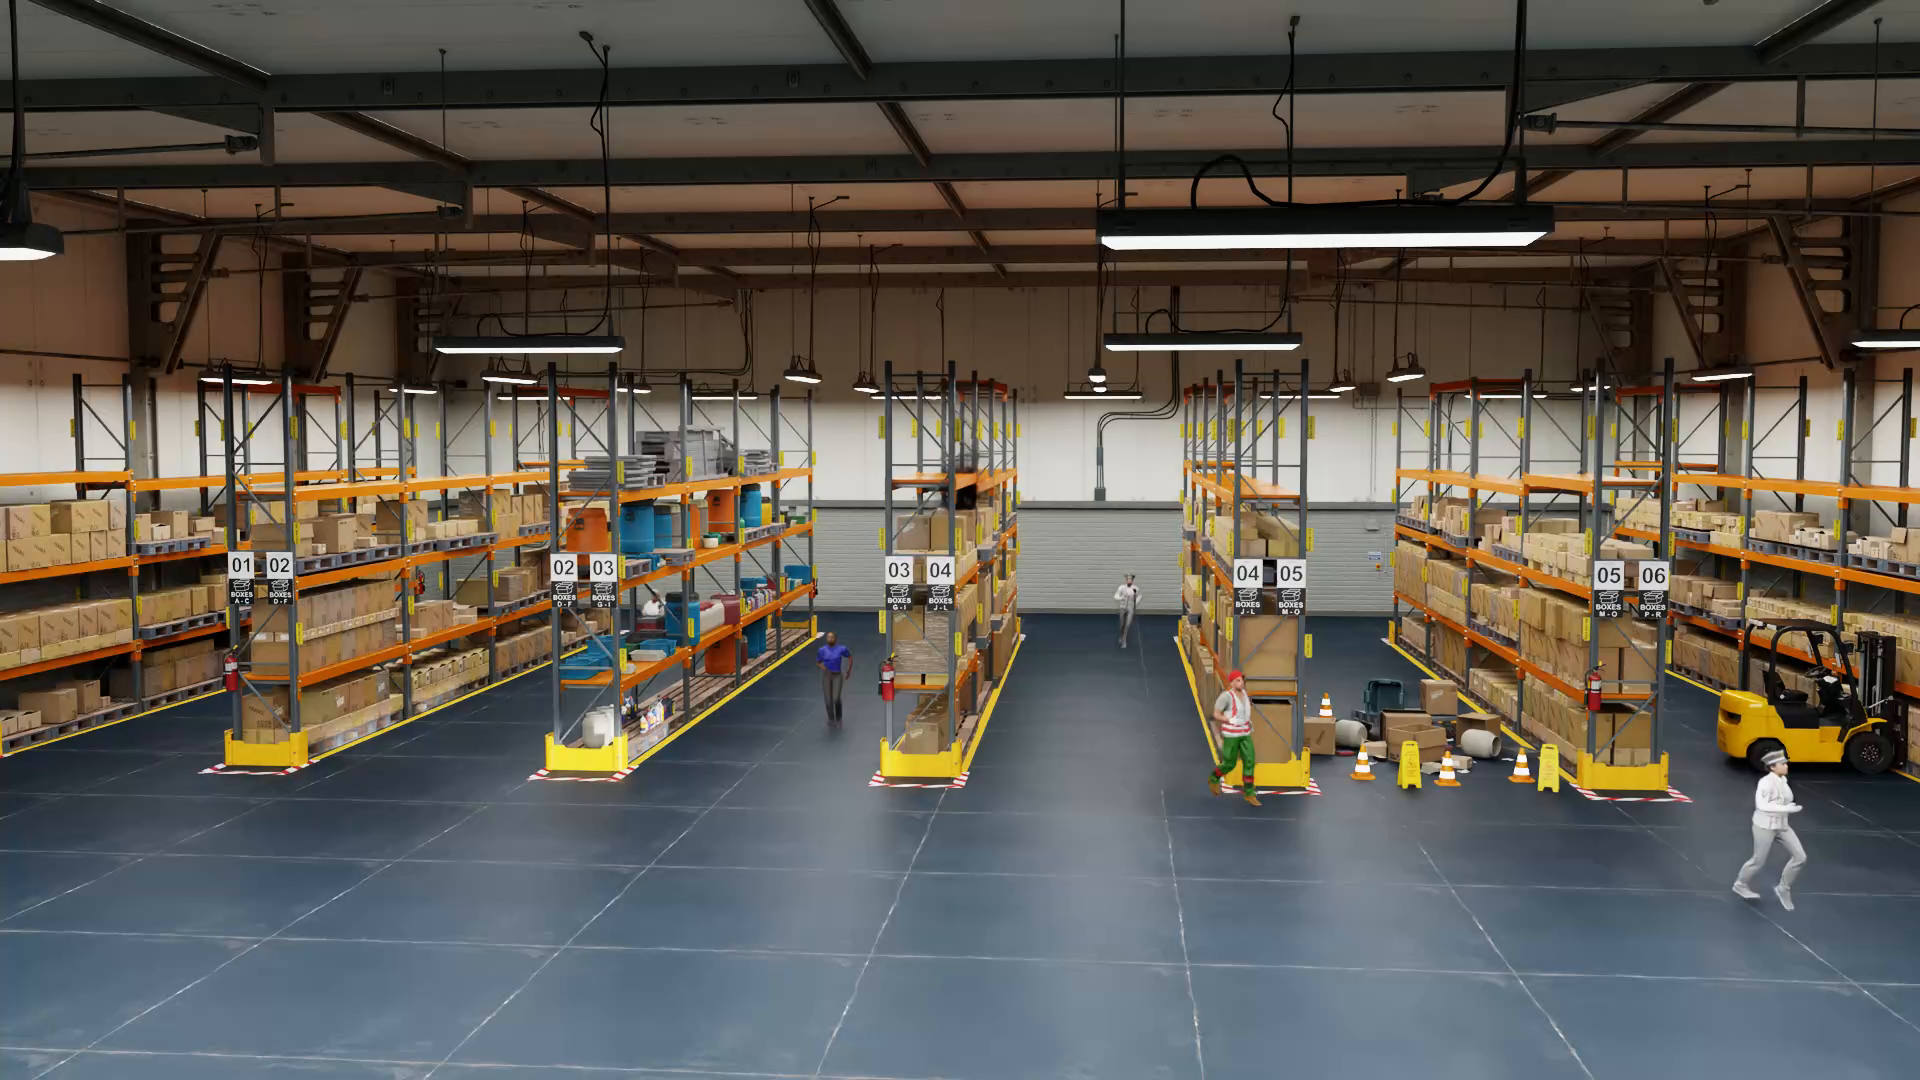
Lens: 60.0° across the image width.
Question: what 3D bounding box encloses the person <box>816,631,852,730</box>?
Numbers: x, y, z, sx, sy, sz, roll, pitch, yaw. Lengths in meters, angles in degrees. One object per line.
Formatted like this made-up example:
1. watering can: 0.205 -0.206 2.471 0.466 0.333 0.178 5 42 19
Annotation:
1. person: -2.126 2.369 27.856 0.576 1.682 0.695 0 4 3

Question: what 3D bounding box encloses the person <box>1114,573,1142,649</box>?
1. person: 3.886 1.626 38.499 0.622 1.731 0.830 1 4 9

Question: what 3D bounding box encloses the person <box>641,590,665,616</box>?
1. person: -6.490 1.866 35.363 0.615 1.624 0.727 0 4 0

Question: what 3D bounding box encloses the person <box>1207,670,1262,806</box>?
1. person: 3.678 2.633 22.324 0.659 1.801 0.899 -3 5 -43

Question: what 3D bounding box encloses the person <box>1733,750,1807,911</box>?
1. person: 8.474 3.026 17.412 0.594 1.710 0.729 -2 4 -32
